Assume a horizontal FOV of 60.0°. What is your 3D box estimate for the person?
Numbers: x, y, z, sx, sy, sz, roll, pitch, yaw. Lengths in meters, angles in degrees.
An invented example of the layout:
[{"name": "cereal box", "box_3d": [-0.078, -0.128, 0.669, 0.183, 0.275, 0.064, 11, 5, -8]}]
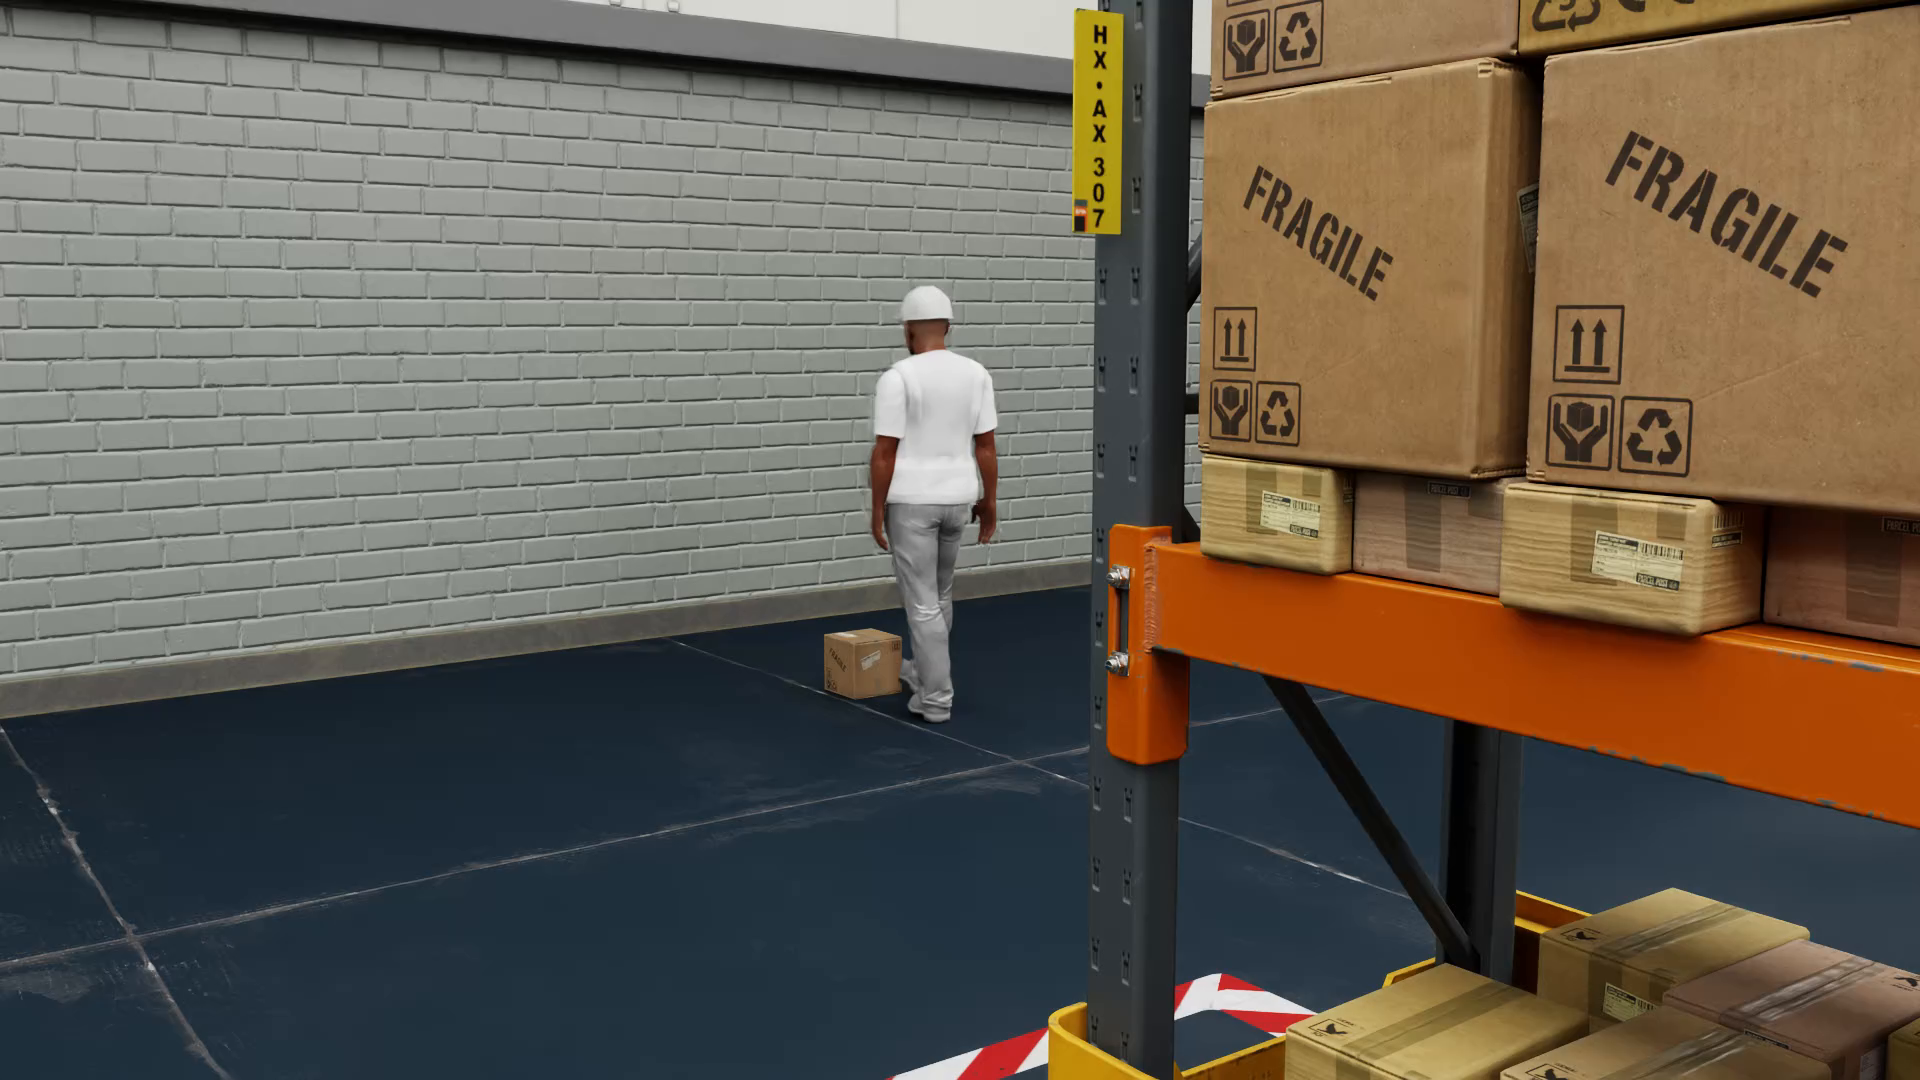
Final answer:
[{"name": "person", "box_3d": [-0.202, -0.170, 6.940, 0.577, 1.753, 0.709, -6, 10, -37]}]
